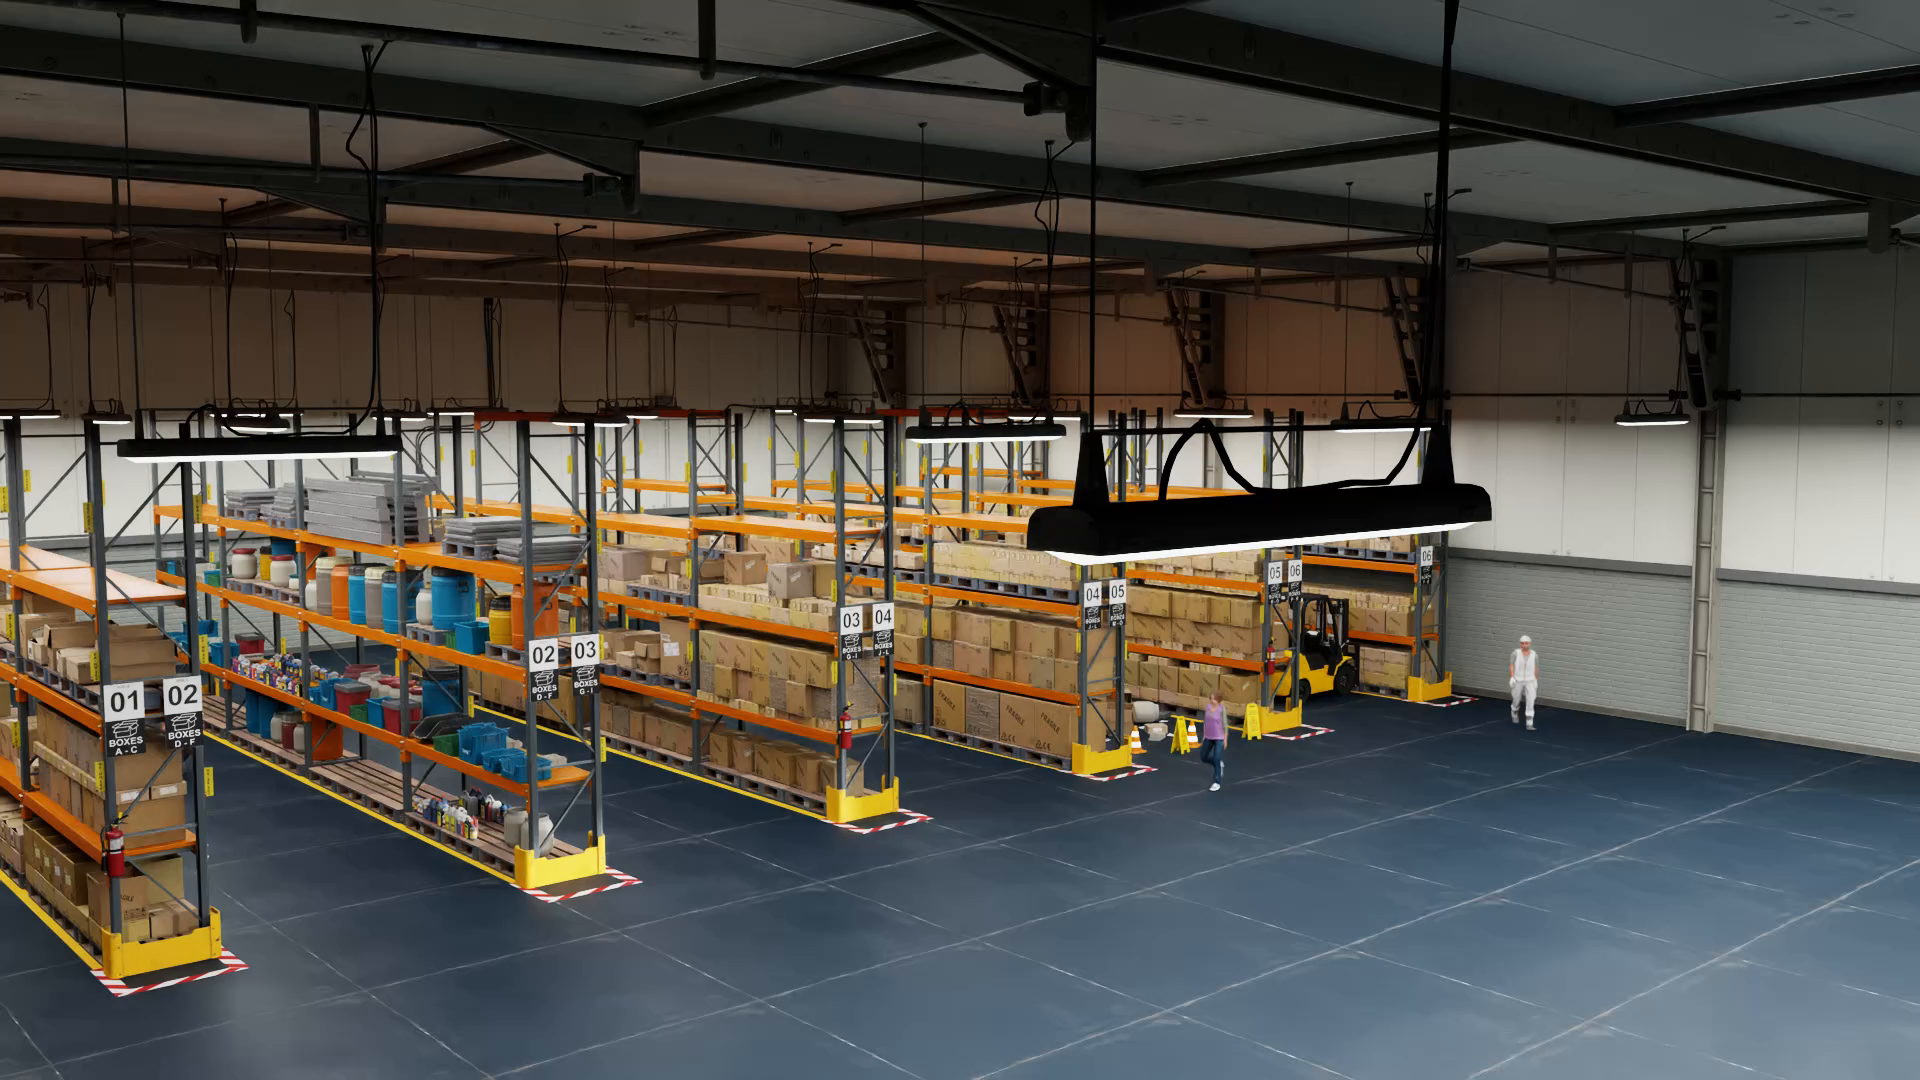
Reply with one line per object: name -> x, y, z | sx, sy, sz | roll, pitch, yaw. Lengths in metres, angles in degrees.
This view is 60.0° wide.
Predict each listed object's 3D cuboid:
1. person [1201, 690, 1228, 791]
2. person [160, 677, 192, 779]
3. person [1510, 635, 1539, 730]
person -> 4.120, 3.188, 26.690 | 0.461, 1.590, 0.568 | 4, 7, 40
person -> -12.933, 3.073, 27.533 | 0.636, 1.713, 0.624 | -5, 7, -42
person -> 10.702, 2.678, 31.556 | 0.532, 1.774, 0.831 | 1, 5, 16
